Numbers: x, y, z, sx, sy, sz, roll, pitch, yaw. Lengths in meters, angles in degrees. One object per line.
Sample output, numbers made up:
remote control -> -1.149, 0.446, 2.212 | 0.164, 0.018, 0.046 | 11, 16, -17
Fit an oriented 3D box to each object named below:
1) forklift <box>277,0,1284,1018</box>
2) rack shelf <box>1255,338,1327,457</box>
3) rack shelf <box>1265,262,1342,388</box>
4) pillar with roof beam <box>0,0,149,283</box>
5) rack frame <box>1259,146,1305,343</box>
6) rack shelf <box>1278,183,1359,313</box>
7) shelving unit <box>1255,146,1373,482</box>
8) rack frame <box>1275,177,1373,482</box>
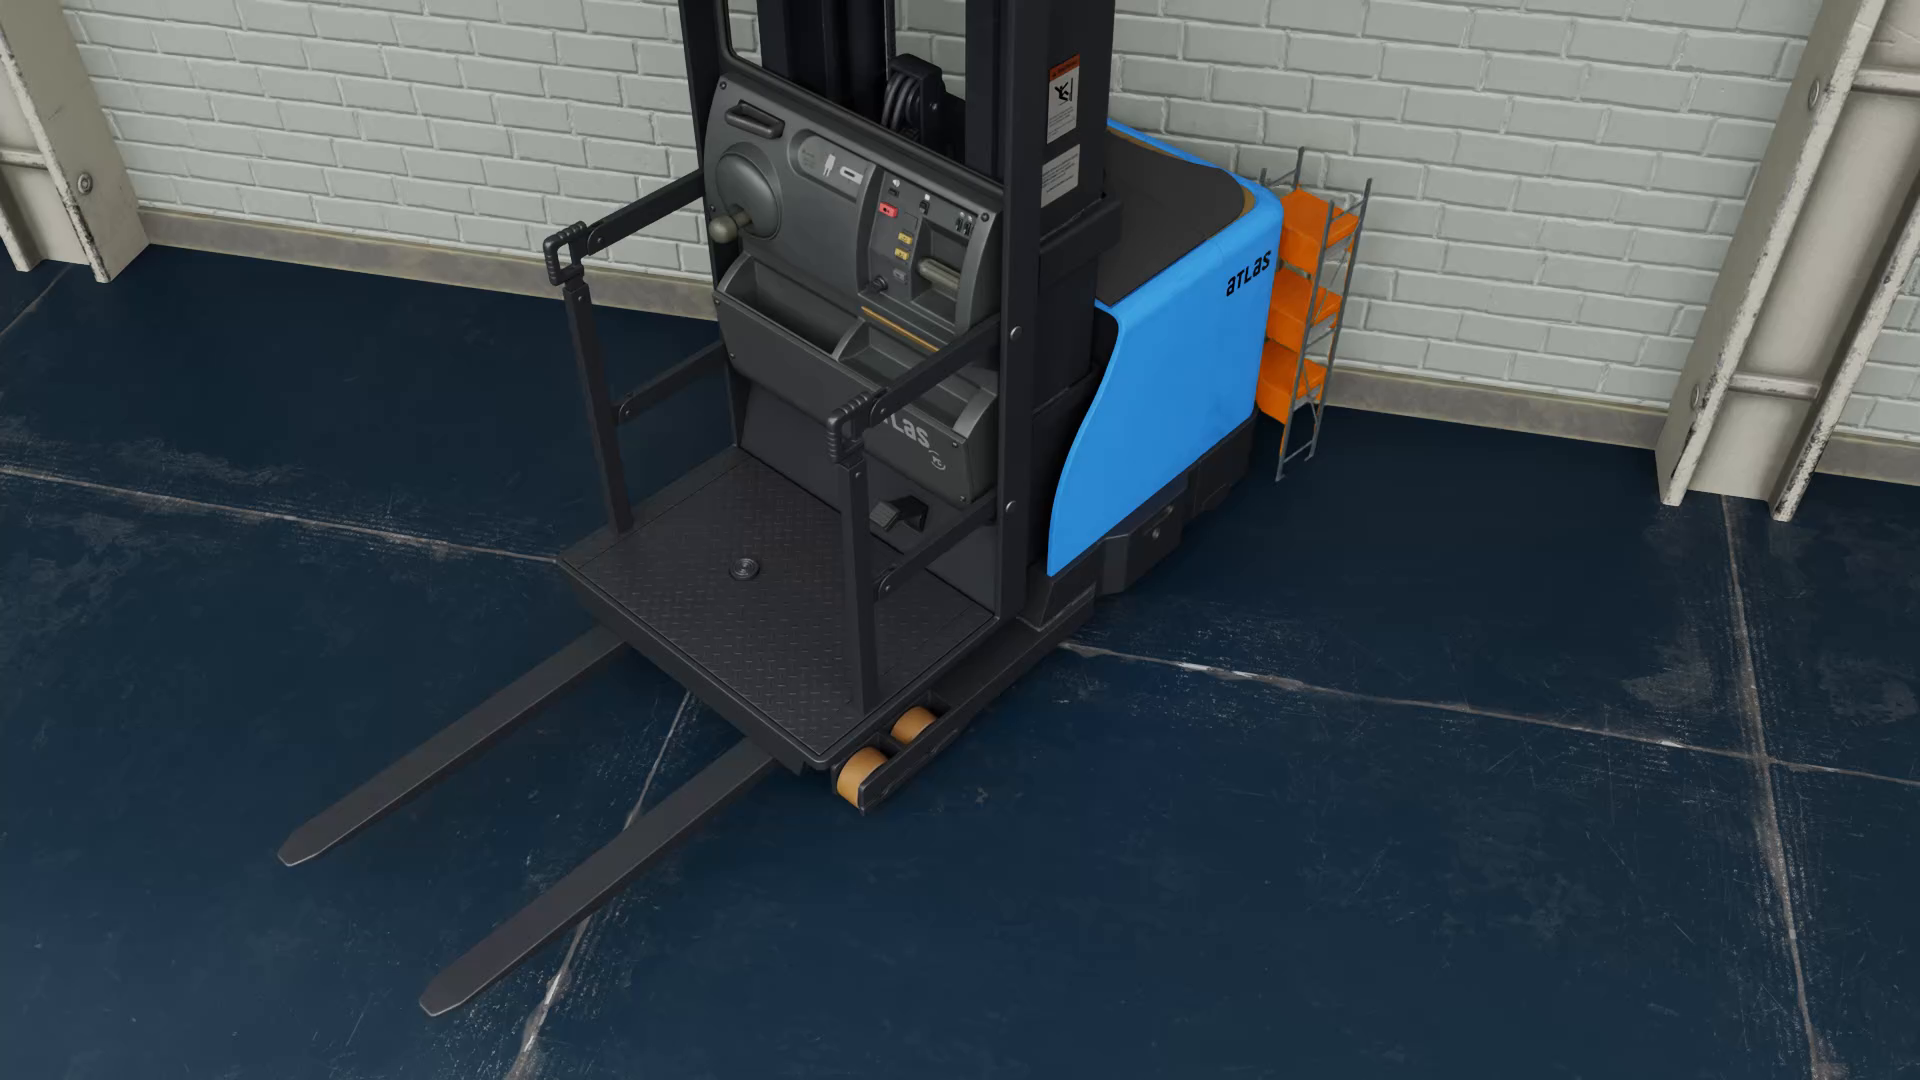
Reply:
forklift -> -0.426, -0.734, 3.899 | 1.130, 2.935, 3.031 | 32, 53, 29
rack shelf -> 1.024, -0.470, 5.393 | 0.215, 0.259, 0.240 | -33, 53, -31
rack shelf -> 1.029, -0.674, 5.204 | 0.215, 0.259, 0.240 | -33, 53, -31
pillar with roof beam -> -4.301, -1.429, 0.246 | 0.400, 9.000, 9.100 | 9, 45, 9
rack frame -> 0.944, -0.742, 5.260 | 0.200, 1.050, 0.008 | -33, 53, -31
rack shelf -> 1.034, -0.882, 5.011 | 0.215, 0.259, 0.240 | -33, 53, -31
shelving unit -> 1.029, -0.682, 5.197 | 0.215, 1.050, 0.252 | -33, 53, -31
rack frame -> 1.114, -0.621, 5.134 | 0.200, 1.050, 0.008 | -33, 53, -31
